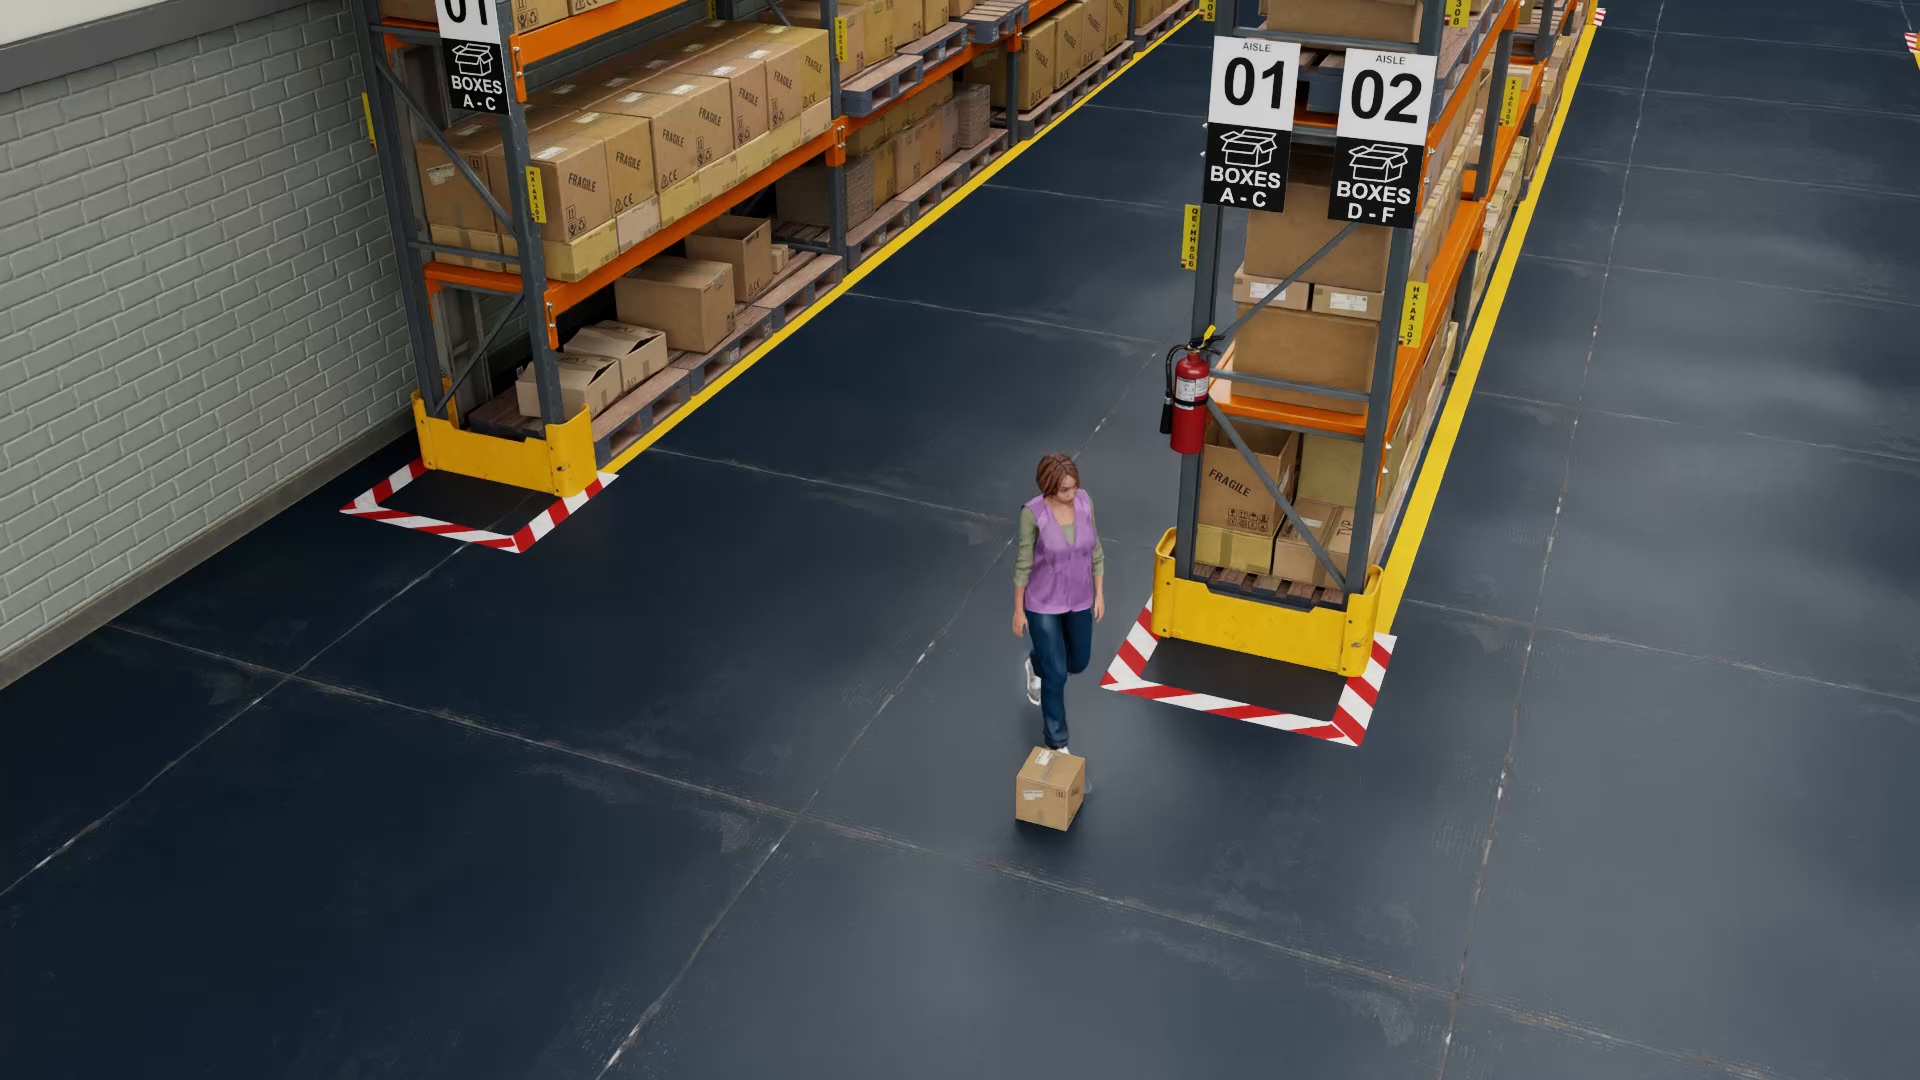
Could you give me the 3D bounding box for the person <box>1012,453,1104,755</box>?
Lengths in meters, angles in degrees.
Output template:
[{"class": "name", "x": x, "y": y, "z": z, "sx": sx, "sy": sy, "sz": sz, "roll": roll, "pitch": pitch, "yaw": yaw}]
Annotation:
[{"class": "person", "x": 0.459, "y": 0.290, "z": 7.888, "sx": 0.456, "sy": 1.576, "sz": 0.736, "roll": -14, "pitch": 33, "yaw": -23}]
